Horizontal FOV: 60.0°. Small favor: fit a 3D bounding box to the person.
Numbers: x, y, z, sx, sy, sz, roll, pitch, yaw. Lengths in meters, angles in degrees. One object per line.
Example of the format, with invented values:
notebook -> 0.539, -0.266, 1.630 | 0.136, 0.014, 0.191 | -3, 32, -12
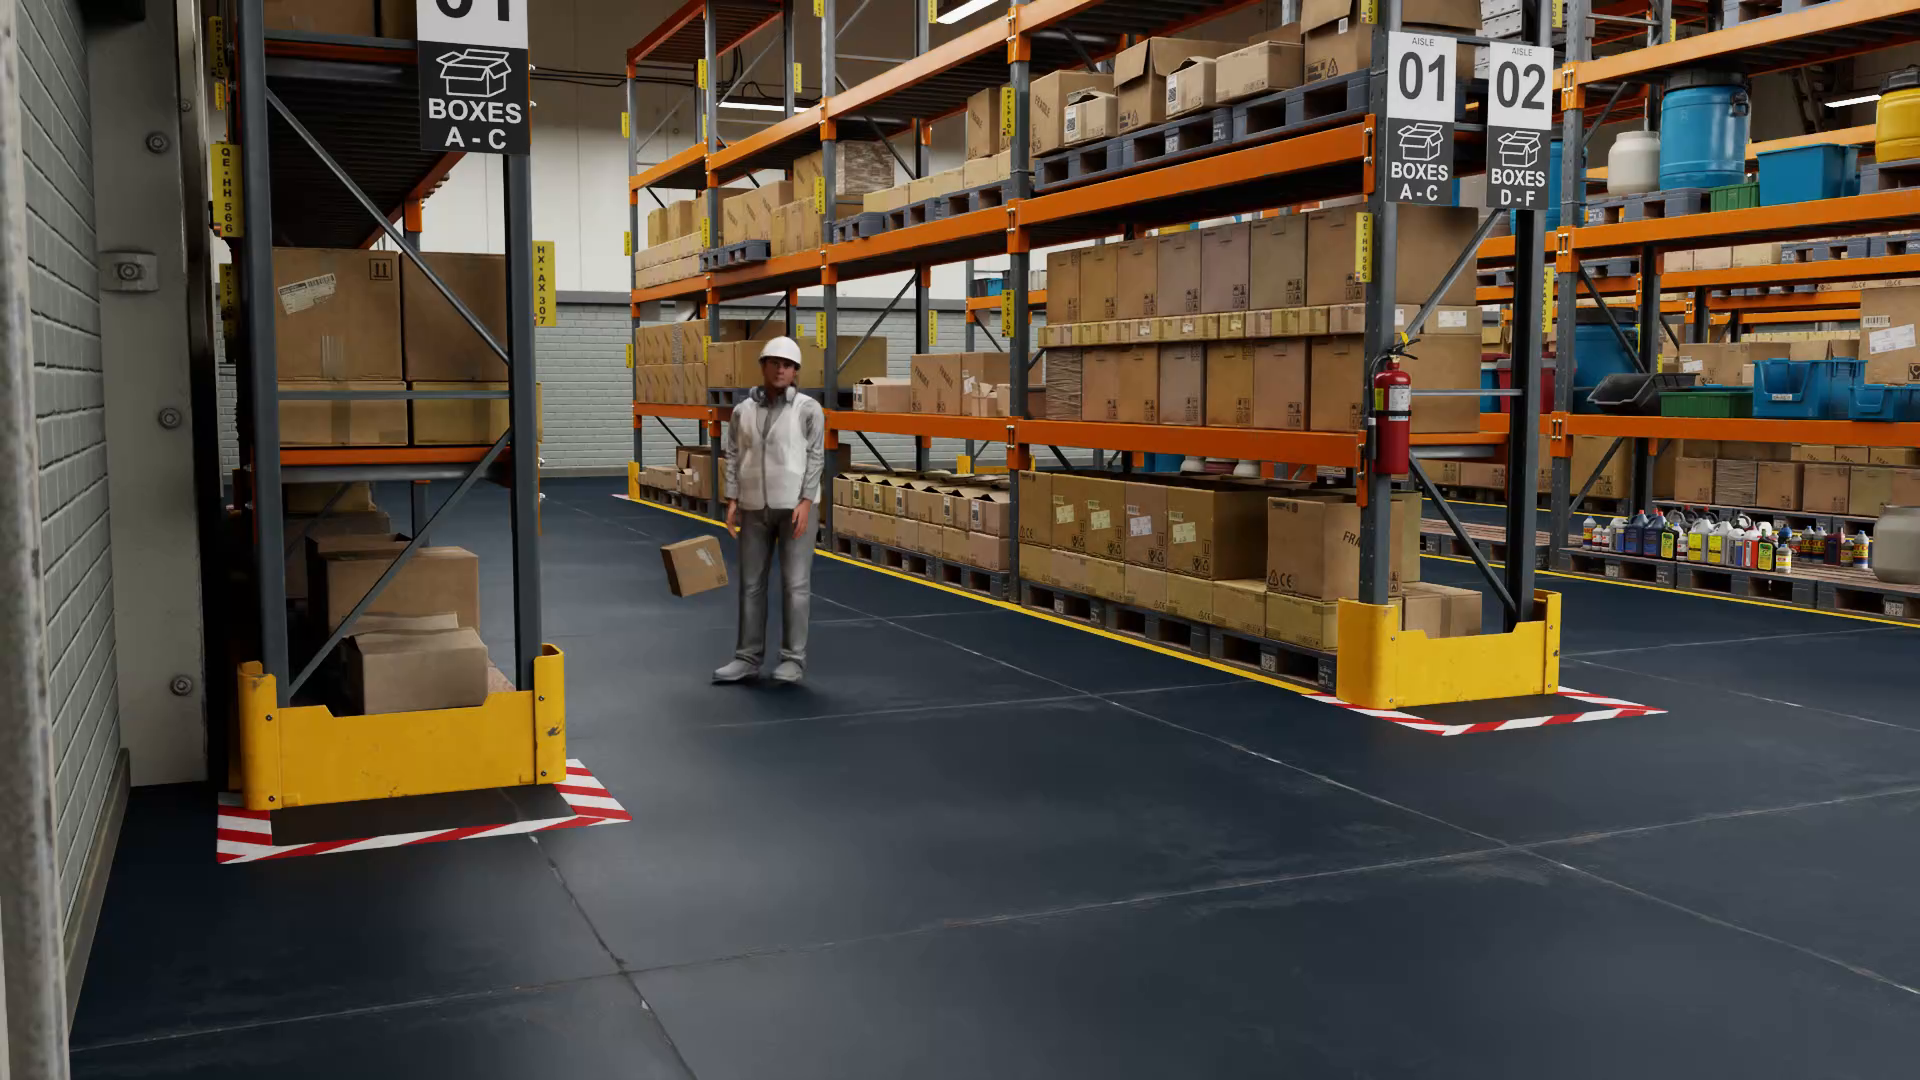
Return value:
person -> -0.989, -0.156, 8.565 | 0.581, 1.783, 0.482 | 2, 6, 16
